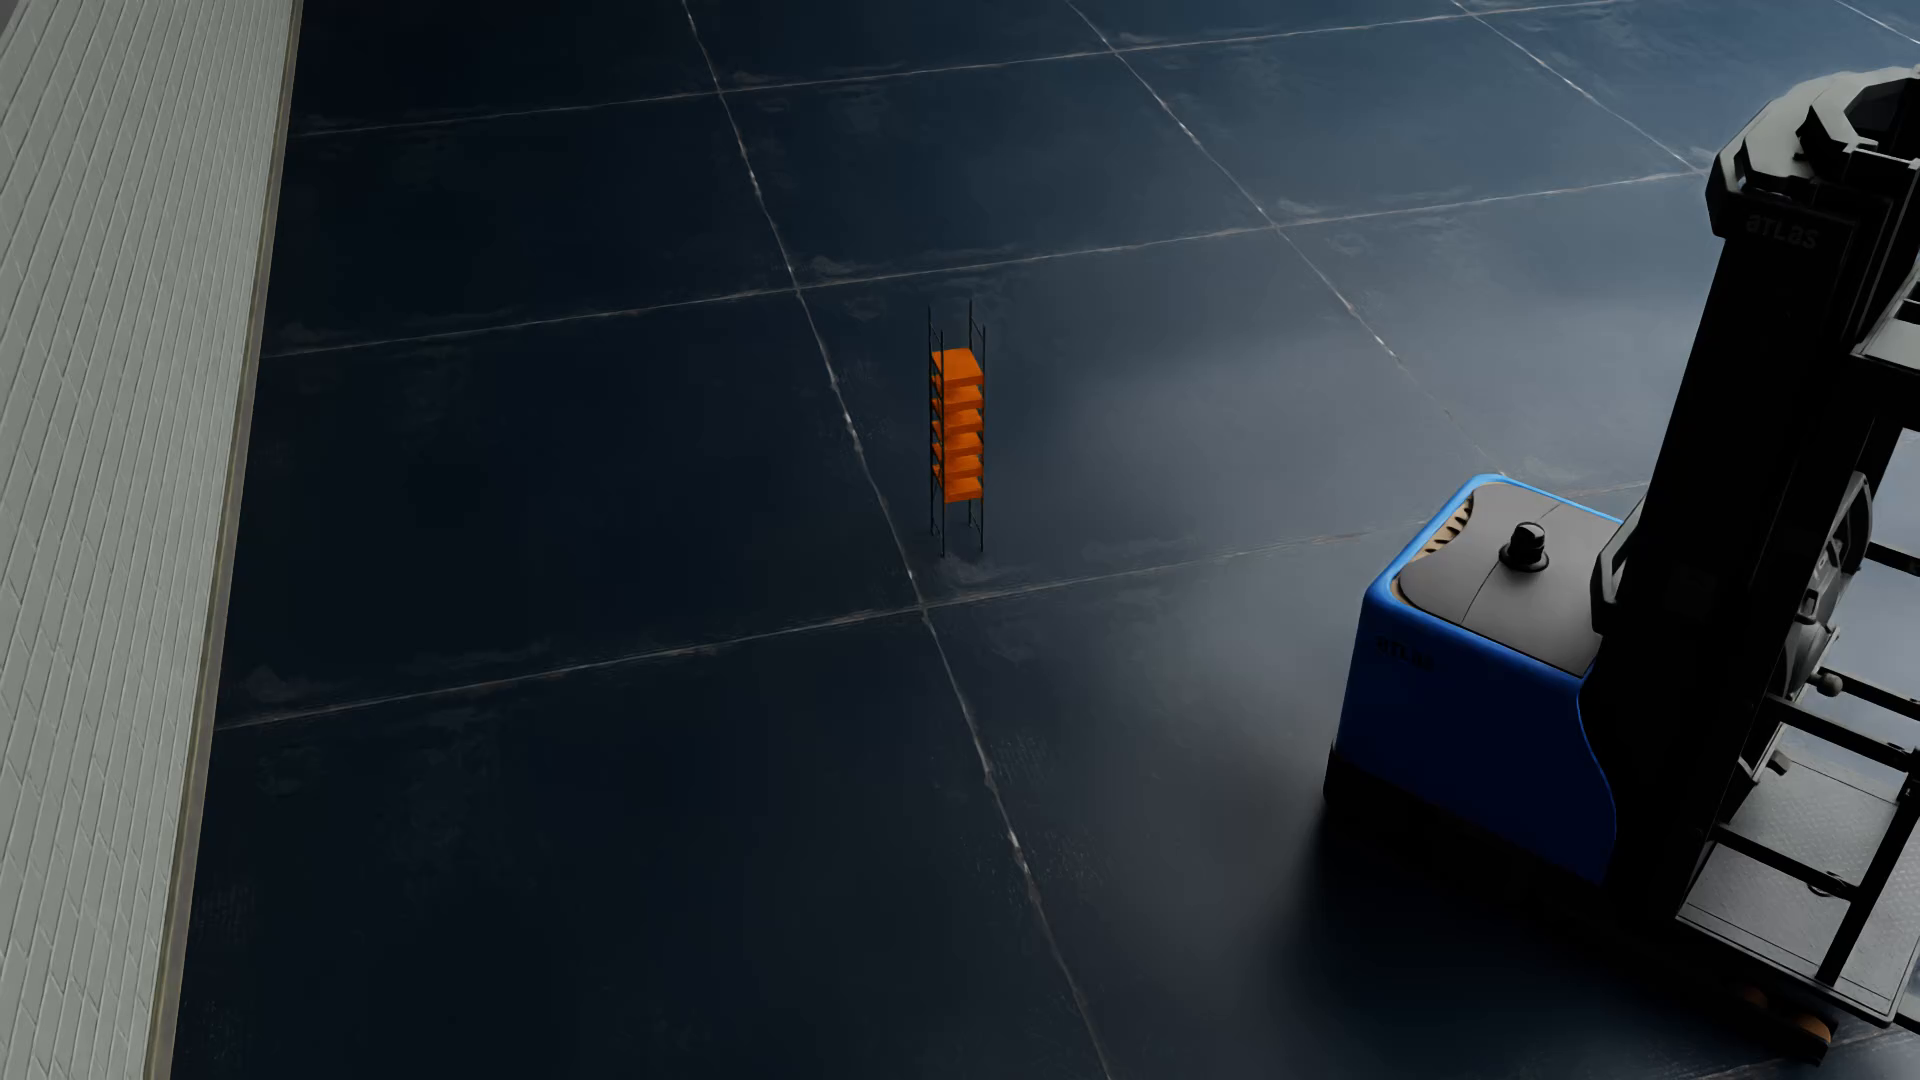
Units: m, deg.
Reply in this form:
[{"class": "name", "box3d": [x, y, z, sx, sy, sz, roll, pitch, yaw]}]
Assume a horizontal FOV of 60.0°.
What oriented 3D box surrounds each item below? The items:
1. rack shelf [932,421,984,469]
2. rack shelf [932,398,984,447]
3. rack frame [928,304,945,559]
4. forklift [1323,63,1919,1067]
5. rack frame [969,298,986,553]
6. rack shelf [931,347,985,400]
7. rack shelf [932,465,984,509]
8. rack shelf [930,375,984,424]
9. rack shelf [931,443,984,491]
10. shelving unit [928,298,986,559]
[{"class": "rack shelf", "box3d": [-0.014, -0.439, 7.409, 0.180, 0.103, 0.258, -9, 38, -12]}, {"class": "rack shelf", "box3d": [-0.014, -0.534, 7.337, 0.180, 0.103, 0.258, -9, 38, -12]}, {"class": "rack frame", "box3d": [-0.102, -0.460, 7.363, 0.006, 1.200, 0.240, -9, 38, -12]}, {"class": "forklift", "box3d": [2.862, 0.193, 5.086, 3.031, 2.935, 1.130, 25, 44, 29]}, {"class": "rack frame", "box3d": [0.074, -0.489, 7.401, 0.006, 1.200, 0.240, -9, 38, -12]}, {"class": "rack shelf", "box3d": [-0.014, -0.725, 7.191, 0.180, 0.103, 0.258, -9, 38, -12]}, {"class": "rack shelf", "box3d": [-0.014, -0.248, 7.555, 0.180, 0.103, 0.258, -9, 38, -12]}, {"class": "rack shelf", "box3d": [-0.014, -0.630, 7.264, 0.180, 0.103, 0.258, -9, 38, -12]}, {"class": "rack shelf", "box3d": [-0.014, -0.344, 7.482, 0.180, 0.103, 0.258, -9, 38, -12]}, {"class": "shelving unit", "box3d": [-0.014, -0.474, 7.382, 0.189, 1.200, 0.258, -9, 38, -12]}]
